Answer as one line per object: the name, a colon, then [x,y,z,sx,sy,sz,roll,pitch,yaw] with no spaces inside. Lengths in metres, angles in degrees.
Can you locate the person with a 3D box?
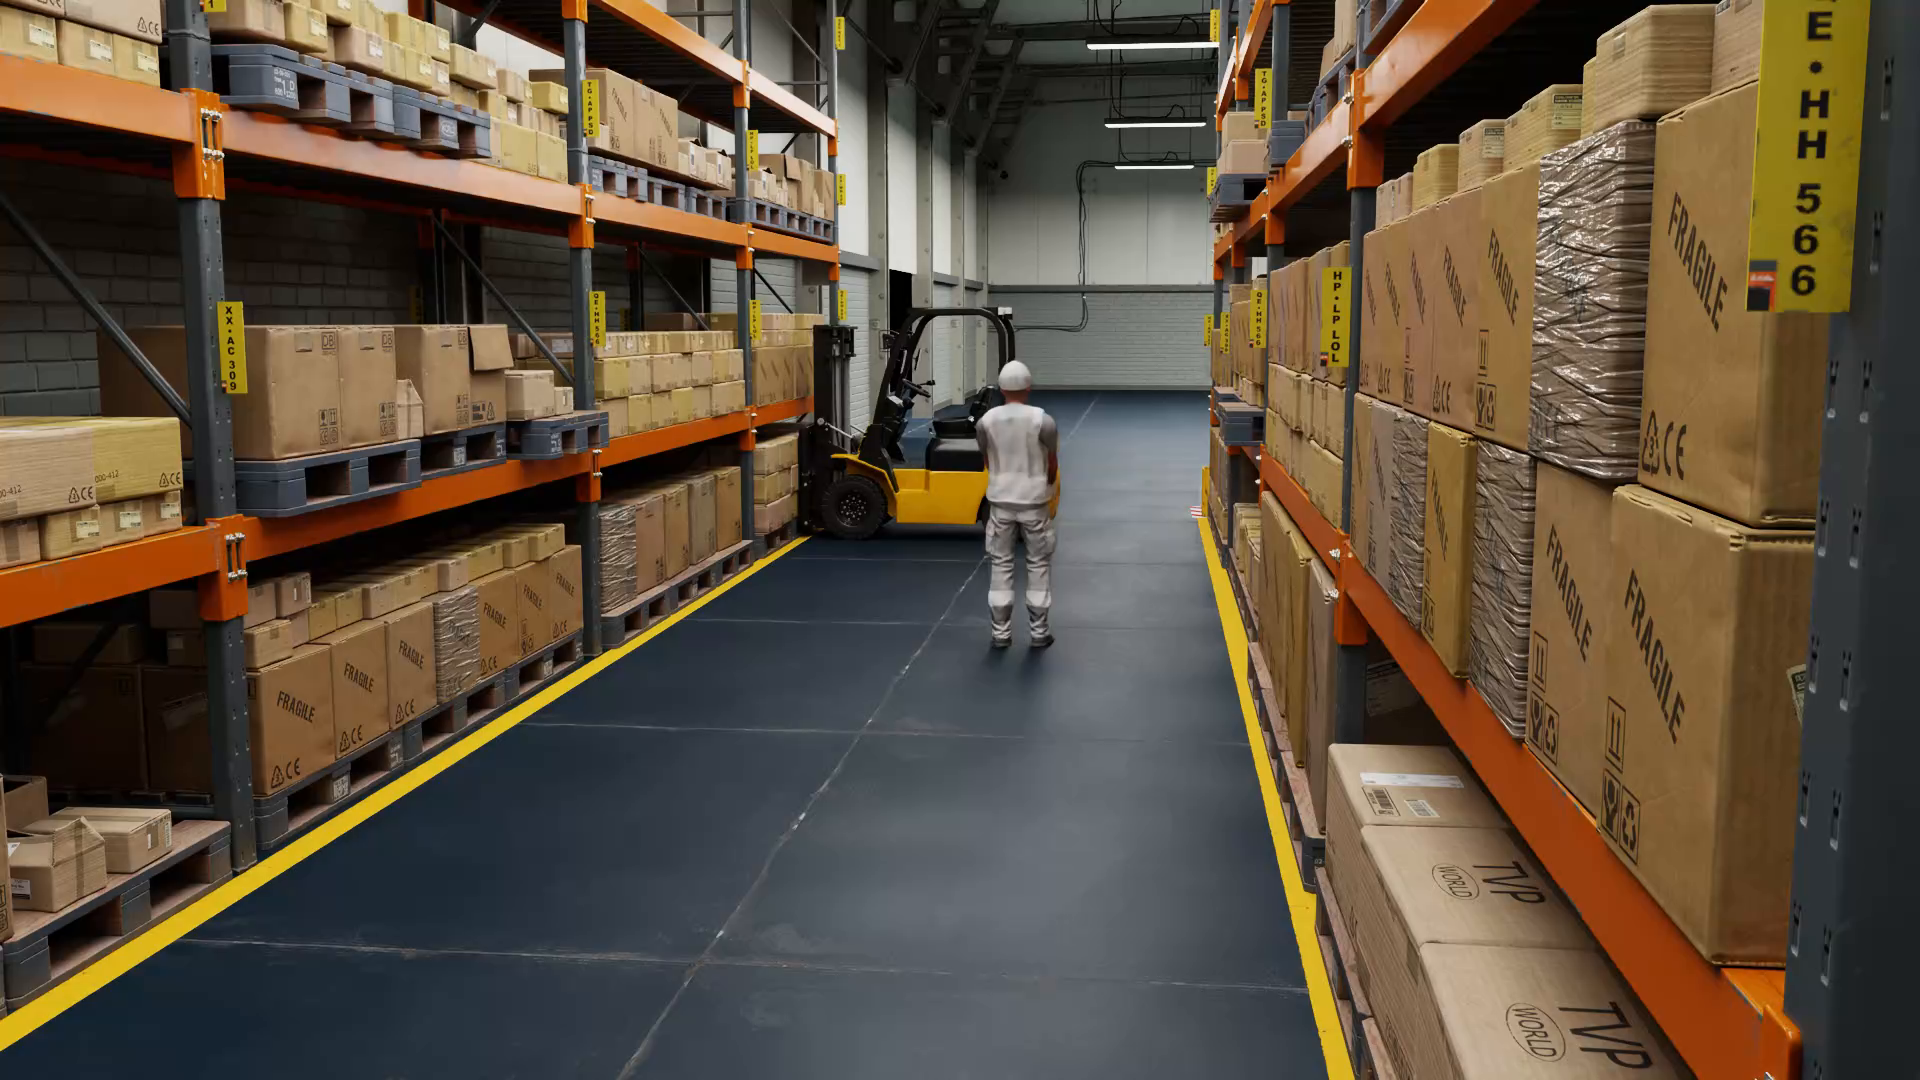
person: [0.385,-0.230,10.436,0.506,1.792,0.556,2,8,14]
